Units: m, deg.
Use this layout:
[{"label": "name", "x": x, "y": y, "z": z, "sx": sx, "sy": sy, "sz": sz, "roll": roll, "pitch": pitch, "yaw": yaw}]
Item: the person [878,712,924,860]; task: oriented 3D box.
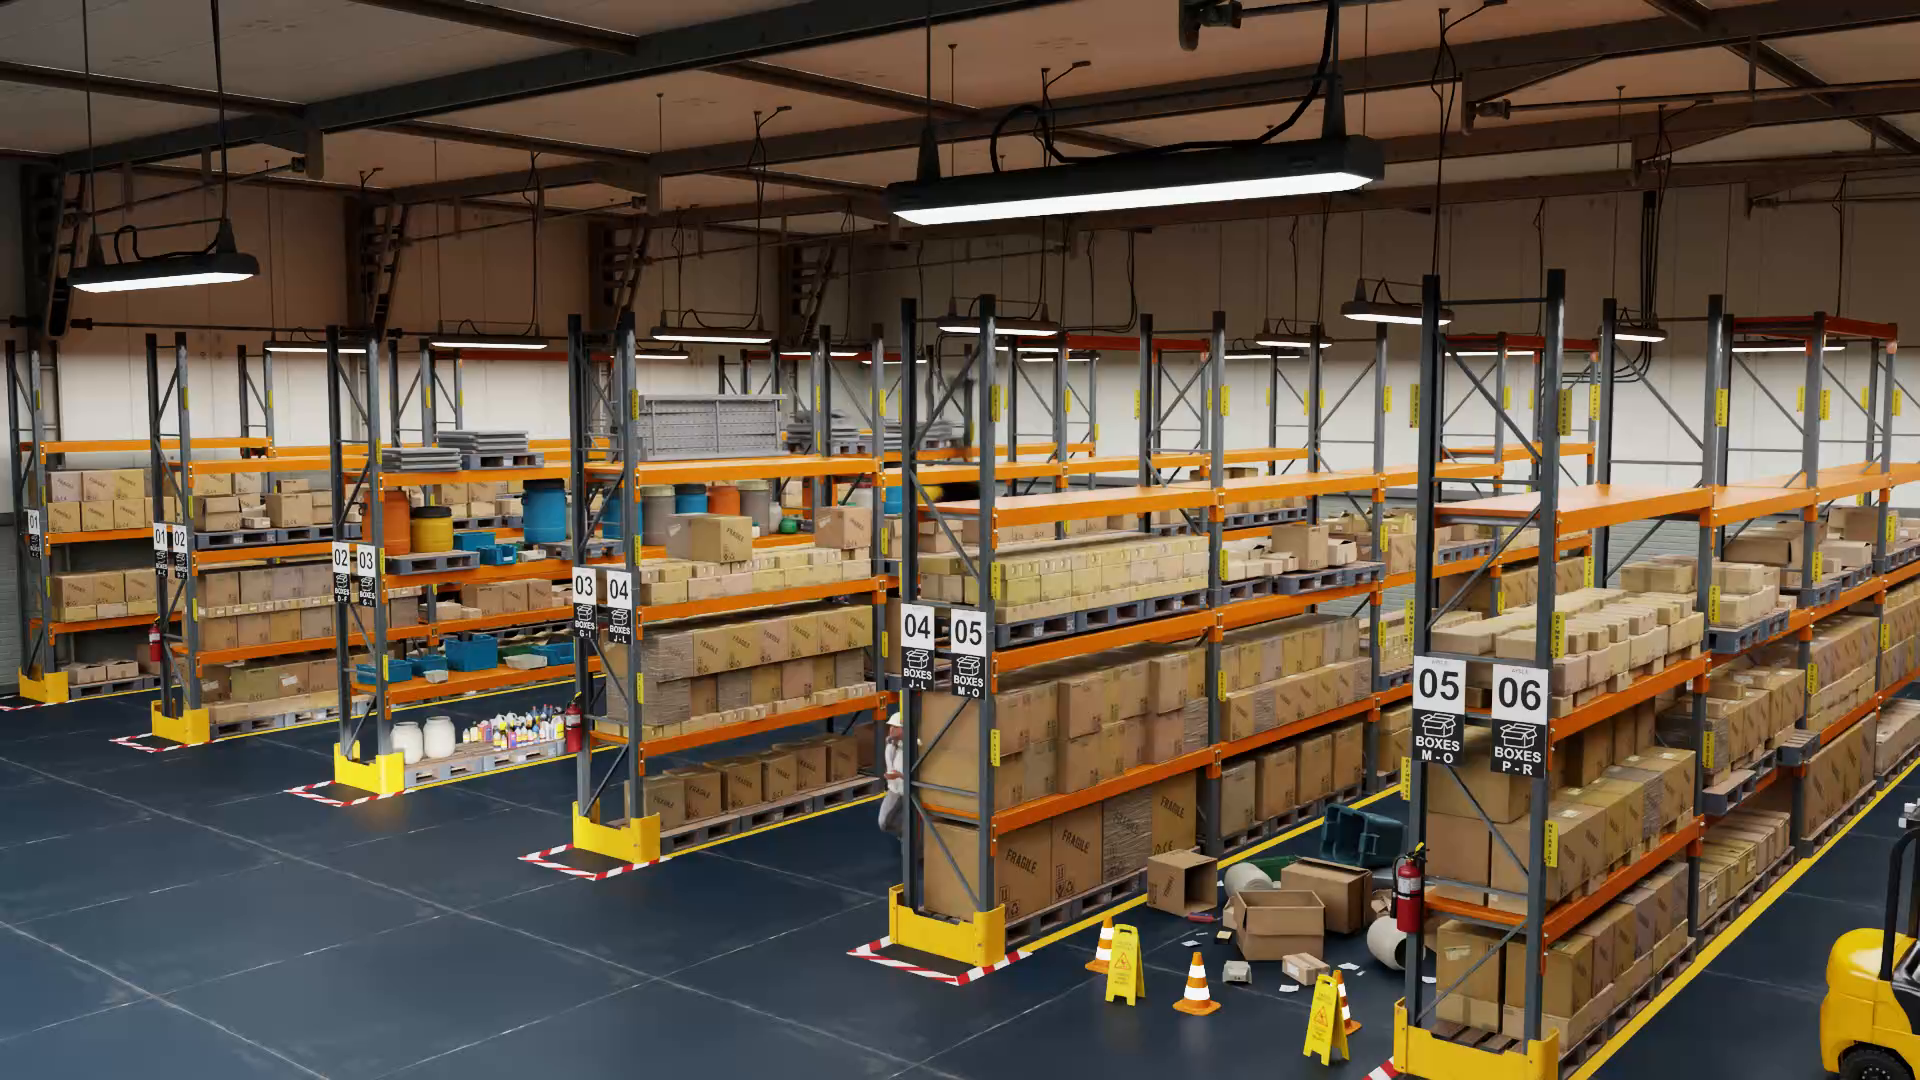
[{"label": "person", "x": -0.611, "y": 2.680, "z": 17.941, "sx": 0.618, "sy": 1.697, "sz": 0.737, "roll": 3, "pitch": 6, "yaw": 34}]
